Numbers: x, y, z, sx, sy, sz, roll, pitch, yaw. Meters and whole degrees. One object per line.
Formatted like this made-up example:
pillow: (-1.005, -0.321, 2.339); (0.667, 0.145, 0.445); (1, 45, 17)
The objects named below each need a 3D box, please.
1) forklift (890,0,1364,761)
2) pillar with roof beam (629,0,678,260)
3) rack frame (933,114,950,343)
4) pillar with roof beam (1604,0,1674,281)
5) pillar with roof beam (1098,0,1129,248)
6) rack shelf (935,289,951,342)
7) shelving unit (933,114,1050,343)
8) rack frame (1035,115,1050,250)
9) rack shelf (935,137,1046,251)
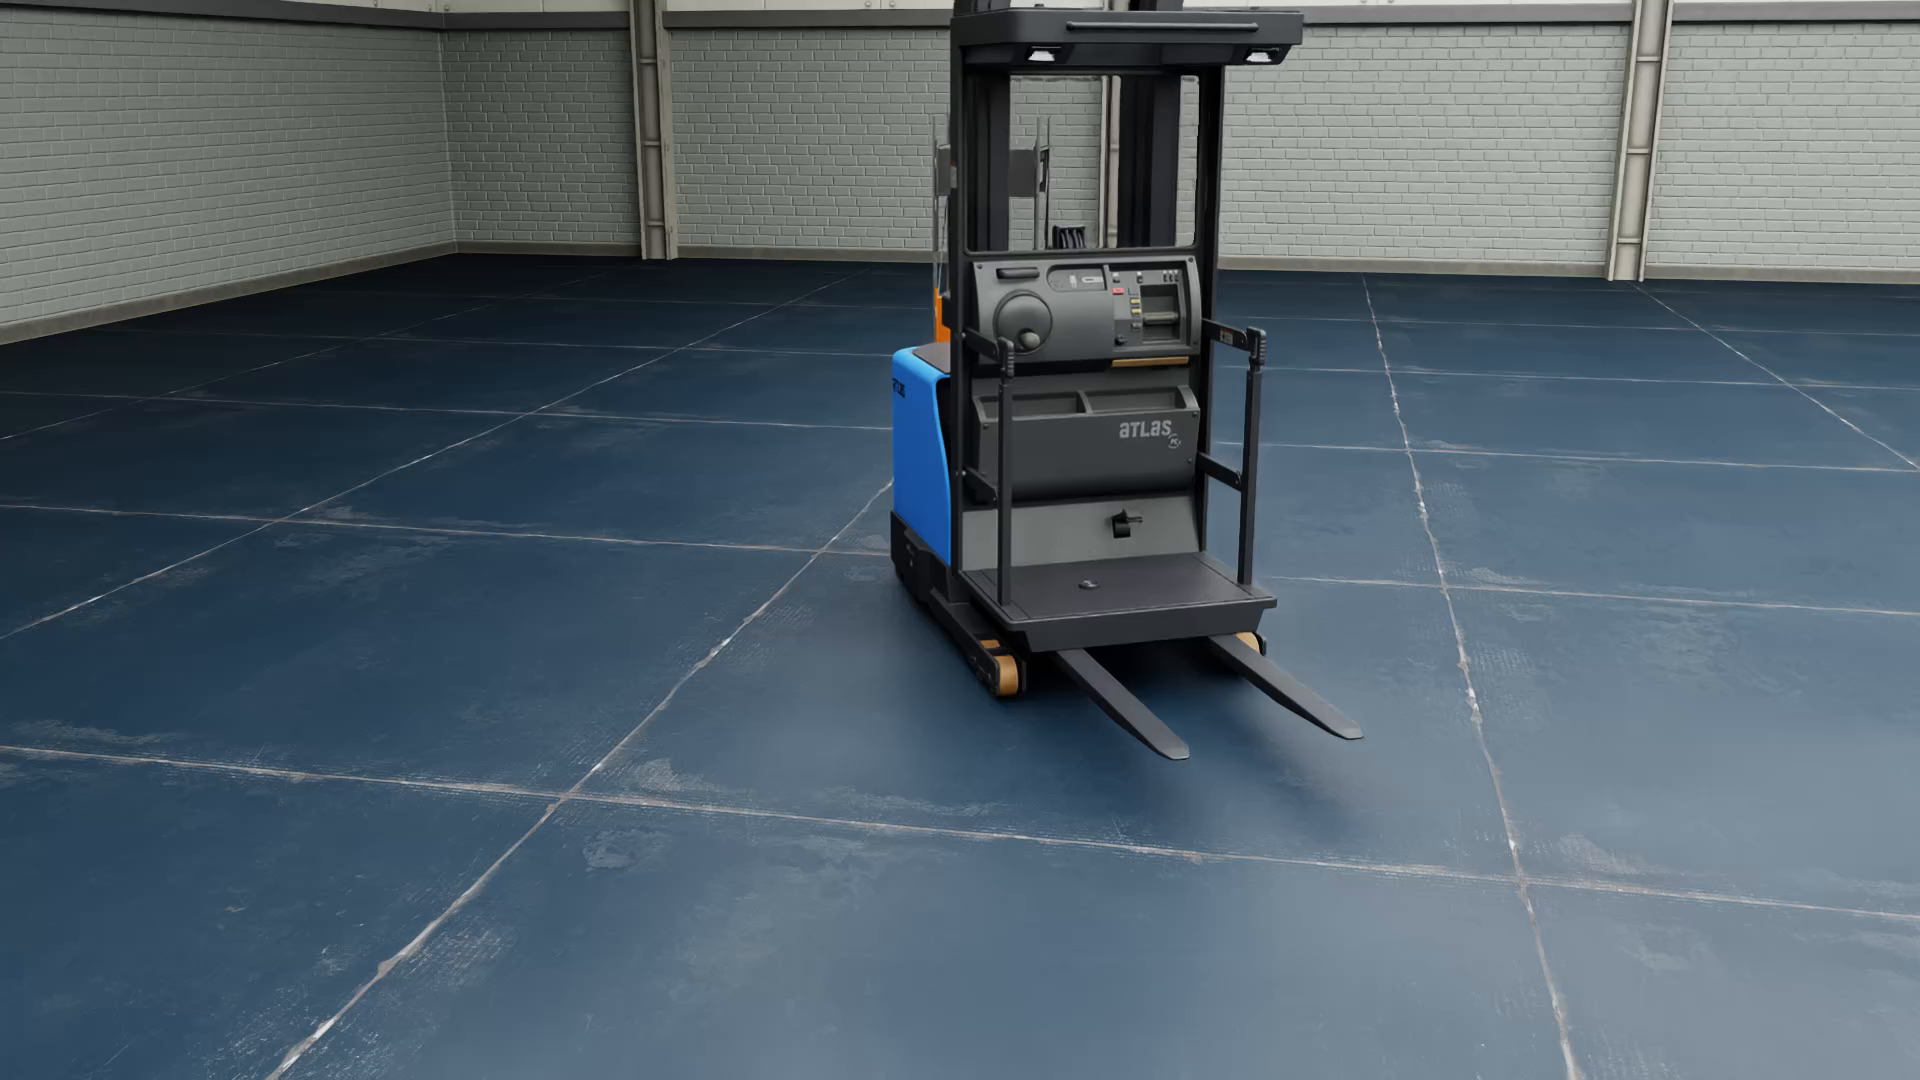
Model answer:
forklift: (0.567, -0.927, 6.347); (1.130, 2.935, 3.031); (-4, 16, -15)
pillar with roof beam: (-4.804, -6.921, 16.621); (0.400, 9.000, 9.100); (3, 16, 11)
rack frame: (-0.087, -1.021, 8.238); (0.015, 2.100, 0.400); (3, 16, 10)
pillar with roof beam: (6.955, -6.283, 14.317); (0.400, 9.000, 9.100); (3, 16, 11)
pillar with roof beam: (1.075, -6.602, 15.469); (0.400, 9.000, 9.100); (3, 16, 11)
rack shelf: (0.153, -0.995, 8.199); (0.480, 0.518, 0.431); (3, 16, 10)
shelving unit: (0.153, -1.009, 8.195); (0.503, 2.100, 0.431); (3, 16, 10)
rack frame: (0.393, -0.996, 8.153); (0.015, 2.100, 0.400); (3, 16, 10)
rack shelf: (0.154, -1.670, 8.010); (0.480, 0.518, 0.431); (3, 16, 10)
